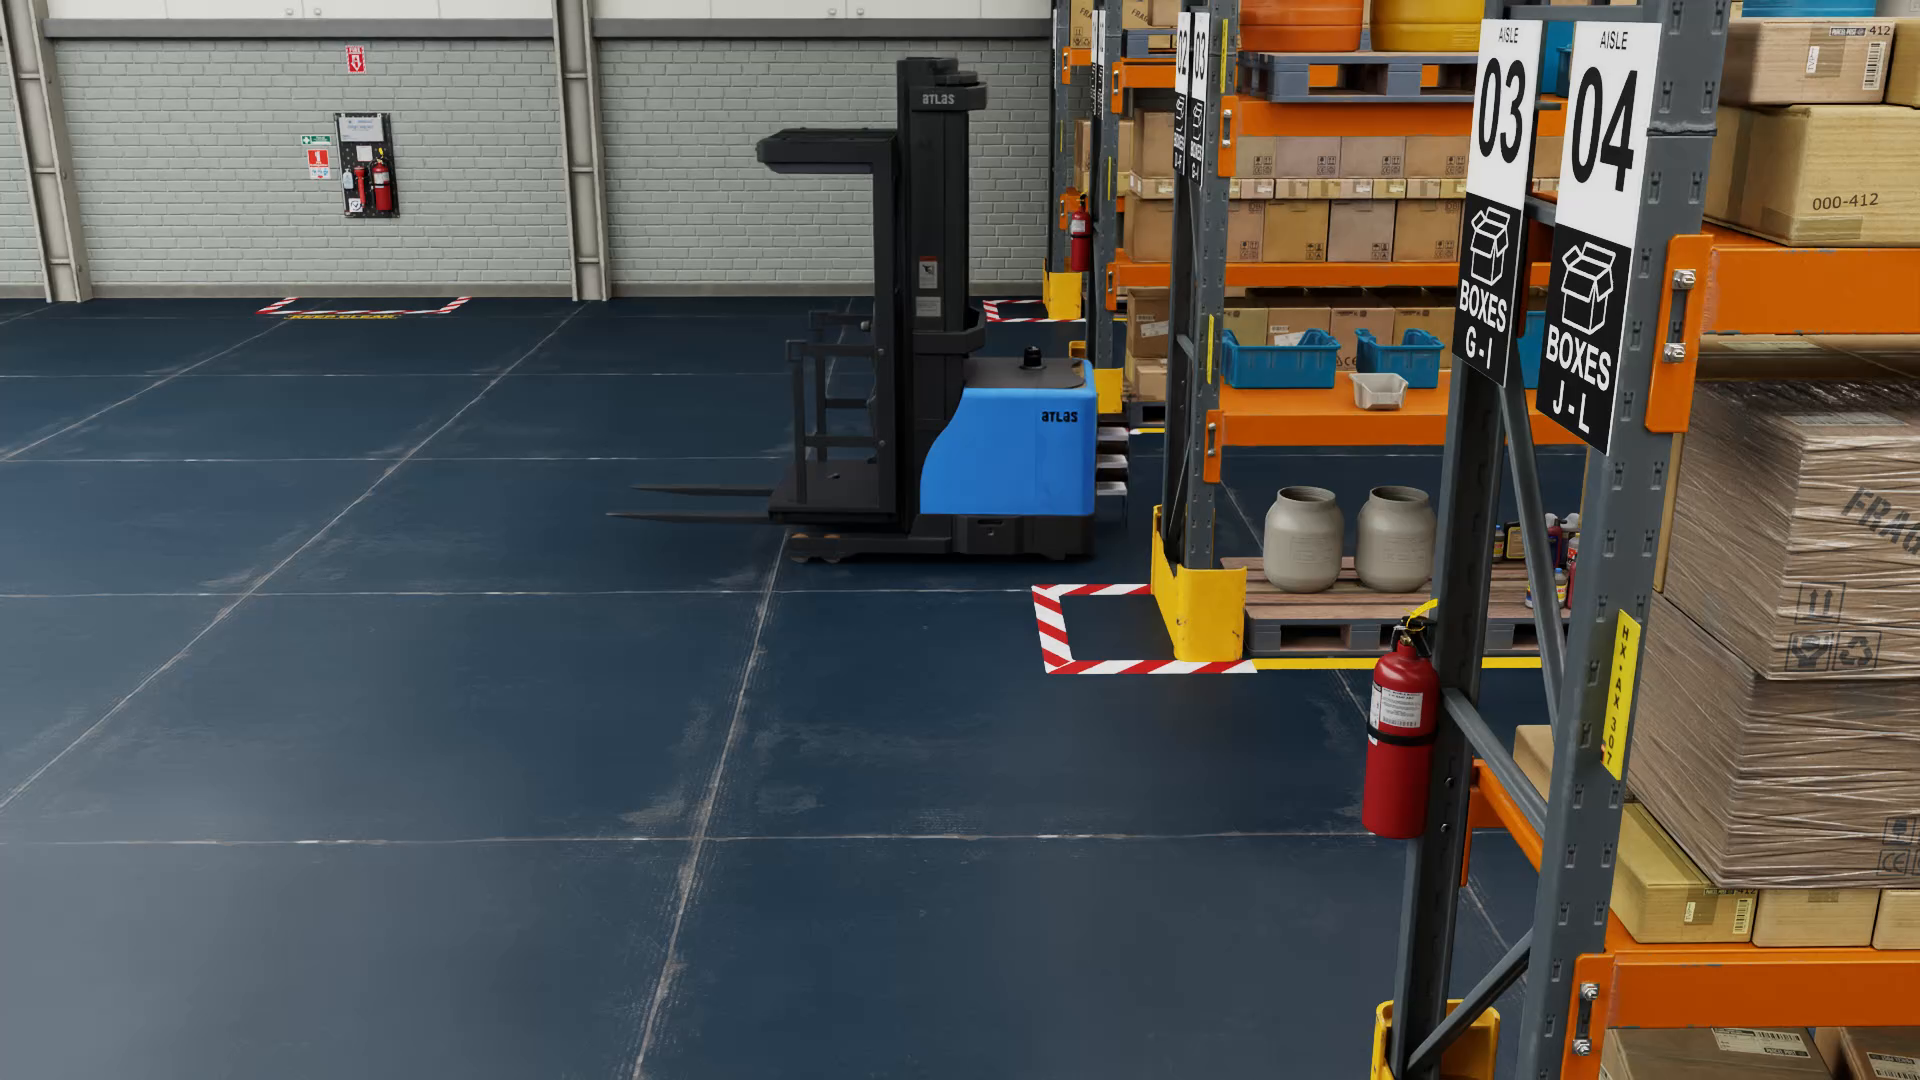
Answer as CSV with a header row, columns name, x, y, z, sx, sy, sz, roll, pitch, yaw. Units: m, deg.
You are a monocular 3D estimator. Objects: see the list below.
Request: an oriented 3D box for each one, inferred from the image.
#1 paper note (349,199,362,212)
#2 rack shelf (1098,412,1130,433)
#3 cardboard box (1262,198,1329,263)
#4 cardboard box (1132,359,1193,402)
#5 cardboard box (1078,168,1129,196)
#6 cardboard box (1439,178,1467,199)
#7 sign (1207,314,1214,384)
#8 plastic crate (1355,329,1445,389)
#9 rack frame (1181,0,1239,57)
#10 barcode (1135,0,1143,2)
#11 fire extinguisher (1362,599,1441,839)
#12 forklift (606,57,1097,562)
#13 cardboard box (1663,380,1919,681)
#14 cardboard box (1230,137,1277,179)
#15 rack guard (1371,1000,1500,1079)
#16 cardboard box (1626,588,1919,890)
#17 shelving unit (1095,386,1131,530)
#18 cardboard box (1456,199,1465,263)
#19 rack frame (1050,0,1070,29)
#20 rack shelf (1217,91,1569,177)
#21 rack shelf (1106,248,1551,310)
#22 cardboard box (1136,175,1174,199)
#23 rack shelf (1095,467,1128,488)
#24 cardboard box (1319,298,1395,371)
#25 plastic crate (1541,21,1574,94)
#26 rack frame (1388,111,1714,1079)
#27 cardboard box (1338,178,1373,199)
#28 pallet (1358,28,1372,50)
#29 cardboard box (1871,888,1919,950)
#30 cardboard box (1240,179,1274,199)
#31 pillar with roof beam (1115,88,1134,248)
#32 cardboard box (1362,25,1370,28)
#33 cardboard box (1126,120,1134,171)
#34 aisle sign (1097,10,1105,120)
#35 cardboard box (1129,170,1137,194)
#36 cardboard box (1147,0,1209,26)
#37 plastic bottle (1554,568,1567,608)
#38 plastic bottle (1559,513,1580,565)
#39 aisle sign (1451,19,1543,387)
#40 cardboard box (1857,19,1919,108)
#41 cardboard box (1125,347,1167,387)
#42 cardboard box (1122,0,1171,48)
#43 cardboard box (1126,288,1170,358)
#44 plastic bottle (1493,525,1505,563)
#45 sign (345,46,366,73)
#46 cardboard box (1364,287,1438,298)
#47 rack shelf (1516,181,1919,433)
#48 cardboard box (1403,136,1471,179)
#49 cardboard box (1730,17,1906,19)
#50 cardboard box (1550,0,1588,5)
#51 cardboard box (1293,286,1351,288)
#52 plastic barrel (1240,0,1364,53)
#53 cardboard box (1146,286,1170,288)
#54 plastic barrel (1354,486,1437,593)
name,x,y,z,sx,sy,sz,roll,pitch,yaw
paper note,-6.909,-3.827,19.008,0.142,0.148,0.016,0,18,-1
rack shelf,0.973,-0.753,10.646,0.200,0.077,0.258,0,18,0
cardboard box,2.624,-2.525,13.345,0.500,0.500,0.700,0,18,0
cardboard box,1.675,-1.300,13.504,0.500,0.250,0.500,0,18,-1
cardboard box,1.546,-3.831,17.793,0.500,0.250,0.500,-1,18,-2
cardboard box,3.849,-2.779,13.076,0.250,0.149,0.380,0,18,-1
sign,1.214,-0.926,8.069,0.005,0.325,0.100,0,18,-1
plastic crate,2.355,-0.986,8.955,0.408,0.251,0.499,0,18,-1
rack frame,1.210,-3.818,7.719,0.127,3.000,1.000,0,18,-1
barcode,1.429,-4.328,13.268,0.075,0.075,0.001,0,18,-1
fire extinguisher,1.166,0.448,4.369,0.183,0.674,0.296,0,18,-1
forklift,-0.668,-1.422,10.181,3.031,2.935,1.130,1,18,3
cardboard box,1.842,-0.034,3.455,0.500,0.500,0.500,0,18,-1
cardboard box,2.181,-3.143,13.147,0.500,0.500,0.700,-1,18,-2
rack guard,1.364,1.741,4.303,0.348,0.500,1.175,0,18,-1
cardboard box,1.838,0.367,3.841,0.500,0.500,0.875,0,18,-1
shelving unit,0.973,-0.527,10.718,0.210,0.900,0.258,0,18,0
cardboard box,4.164,-2.533,13.369,0.500,0.500,0.700,0,18,-1
rack frame,1.053,-6.844,17.151,0.127,3.000,1.000,0,18,-1
rack shelf,3.209,-2.057,8.317,4.000,0.370,1.077,0,18,-1
rack shelf,3.135,-2.142,13.491,4.000,0.370,1.077,0,18,-1
cardboard box,1.531,-2.767,13.038,0.250,0.149,0.380,0,18,-1
rack shelf,0.973,-0.410,10.756,0.200,0.077,0.258,0,18,0
cardboard box,3.175,-1.664,13.409,0.500,0.500,0.500,0,18,-1
plastic crate,3.112,-2.484,8.495,0.575,0.384,0.392,0,18,-1
rack frame,1.288,0.551,3.920,0.127,3.000,1.000,0,18,-1
cardboard box,3.068,-2.774,13.060,0.250,0.149,0.380,0,18,0
pallet,3.066,-3.863,12.914,1.213,0.211,1.003,0,18,-1
cardboard box,2.077,0.750,3.710,0.250,0.149,0.380,0,18,-1
cardboard box,2.297,-2.771,13.049,0.250,0.149,0.380,-1,18,-2
pillar with roof beam,1.808,-5.797,13.887,0.400,9.000,9.100,0,18,-1
cardboard box,4.046,-5.416,17.413,0.500,0.500,0.500,-2,18,-6
cardboard box,2.030,-4.193,17.692,0.500,0.500,0.500,0,18,-1
aisle sign,1.074,-3.619,12.662,0.004,0.787,0.394,0,18,-1
cardboard box,1.514,-2.891,13.424,0.250,0.149,0.380,-1,18,-2
cardboard box,1.710,-4.220,12.797,0.637,0.503,0.797,1,18,3
plastic bottle,3.131,0.247,8.728,0.097,0.201,0.097,0,18,0
plastic bottle,3.430,-0.011,9.409,0.135,0.276,0.152,-1,18,-2
aisle sign,1.221,-0.778,3.807,0.004,0.787,0.394,0,18,-1
cardboard box,1.828,-0.898,3.119,0.250,0.149,0.380,0,18,0
cardboard box,1.667,-1.458,13.997,0.500,0.250,0.500,0,18,-1
cardboard box,1.929,-5.390,17.332,0.500,0.500,0.500,1,18,3
cardboard box,1.667,-1.816,13.884,0.500,0.500,0.500,0,18,-1
plastic bottle,3.039,0.018,9.441,0.097,0.201,0.097,0,18,0
sign,-6.741,-5.360,18.551,0.199,0.298,0.001,0,18,-1
cardboard box,3.666,-1.830,13.929,0.500,0.500,0.500,0,18,-1
rack shelf,3.288,-0.545,3.601,4.000,0.370,1.077,0,18,-1
cardboard box,3.685,-3.150,13.170,0.500,0.500,0.700,0,18,-1
cardboard box,1.823,-1.058,3.617,0.250,0.149,0.380,-1,18,-3
cardboard box,4.627,-4.315,13.096,0.500,0.500,0.500,1,18,4
cardboard box,4.016,-3.009,18.389,0.500,0.500,0.500,-2,18,-5
plastic barrel,1.694,-2.836,8.176,0.708,0.830,0.600,0,18,-1
cardboard box,2.317,-2.895,18.344,0.500,0.311,0.500,1,18,4
plastic barrel,2.368,-0.006,9.041,0.421,0.512,0.421,0,18,0
